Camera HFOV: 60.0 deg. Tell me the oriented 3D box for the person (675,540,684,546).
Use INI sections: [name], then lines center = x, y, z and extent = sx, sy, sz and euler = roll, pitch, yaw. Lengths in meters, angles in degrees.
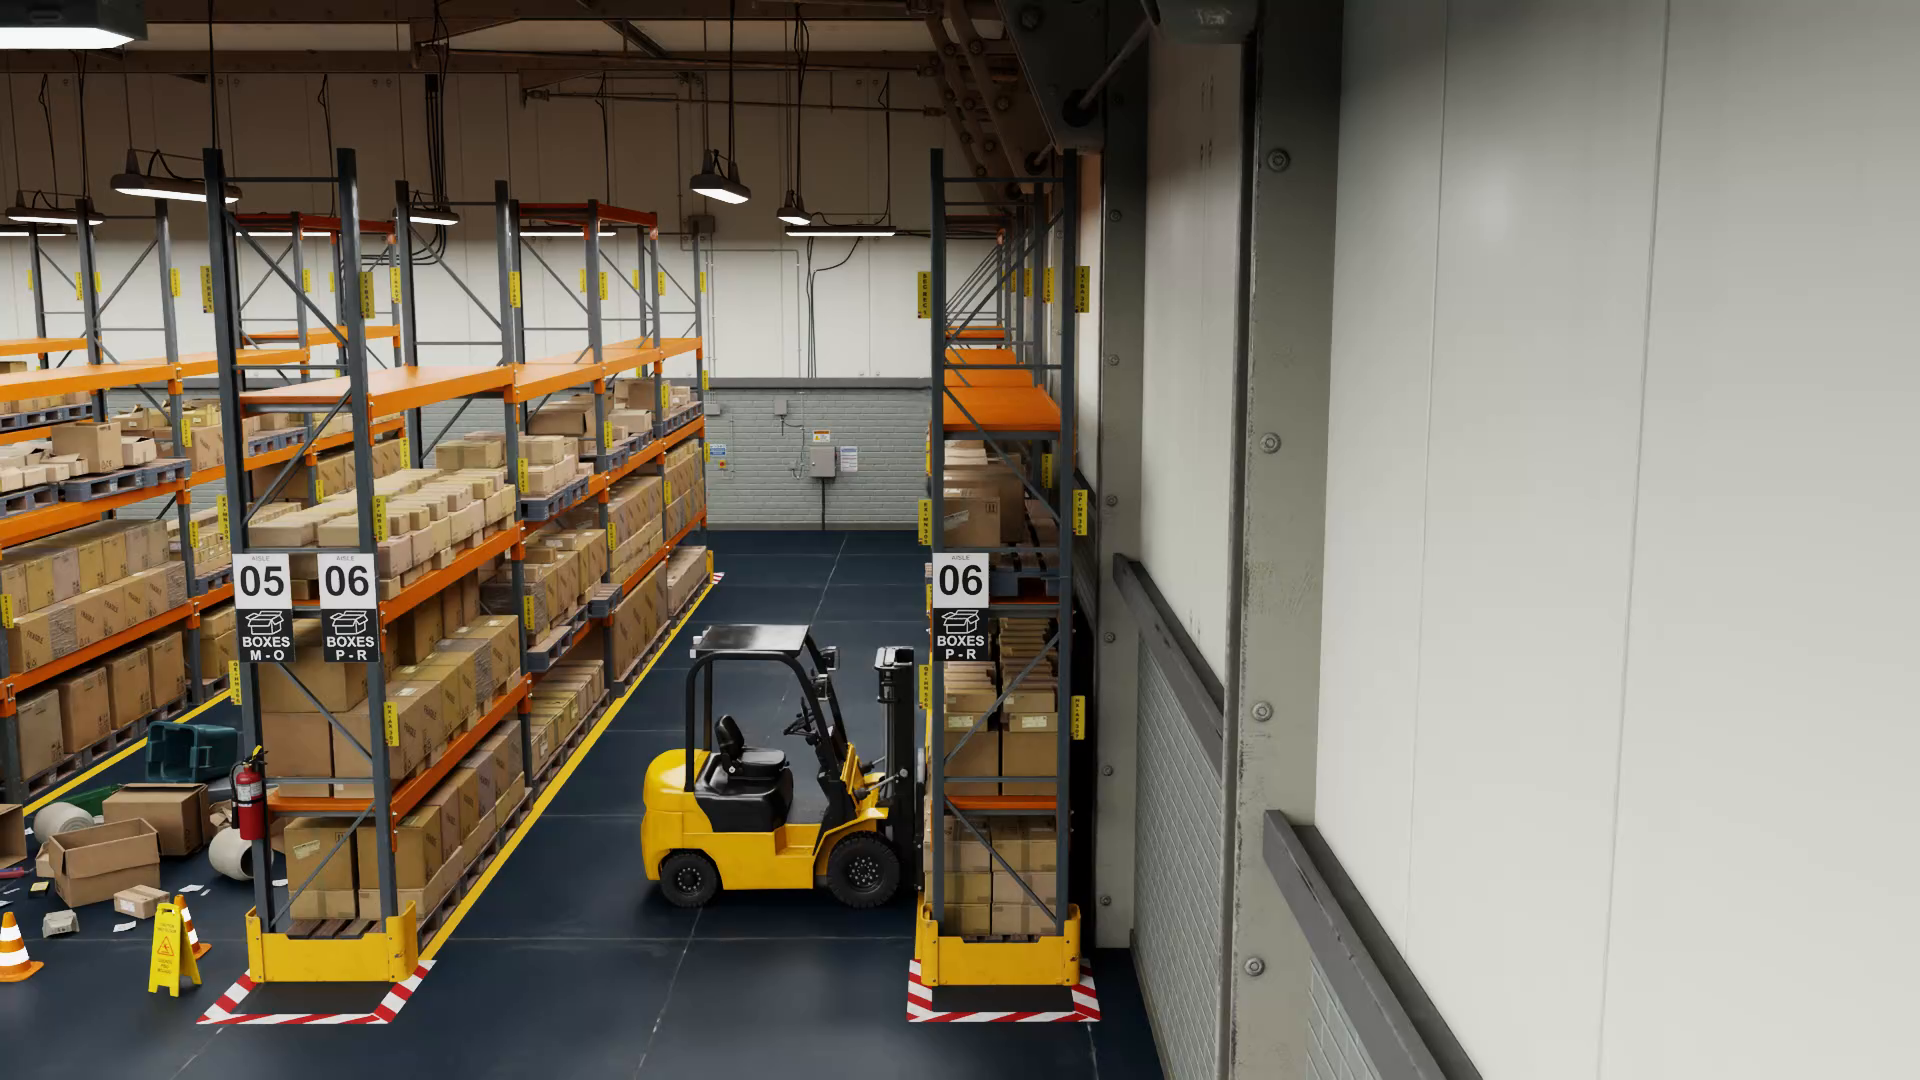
[person]
center = -5.525, -0.530, 30.538
extent = 0.818, 1.693, 0.588
euler = -4, 10, -23
